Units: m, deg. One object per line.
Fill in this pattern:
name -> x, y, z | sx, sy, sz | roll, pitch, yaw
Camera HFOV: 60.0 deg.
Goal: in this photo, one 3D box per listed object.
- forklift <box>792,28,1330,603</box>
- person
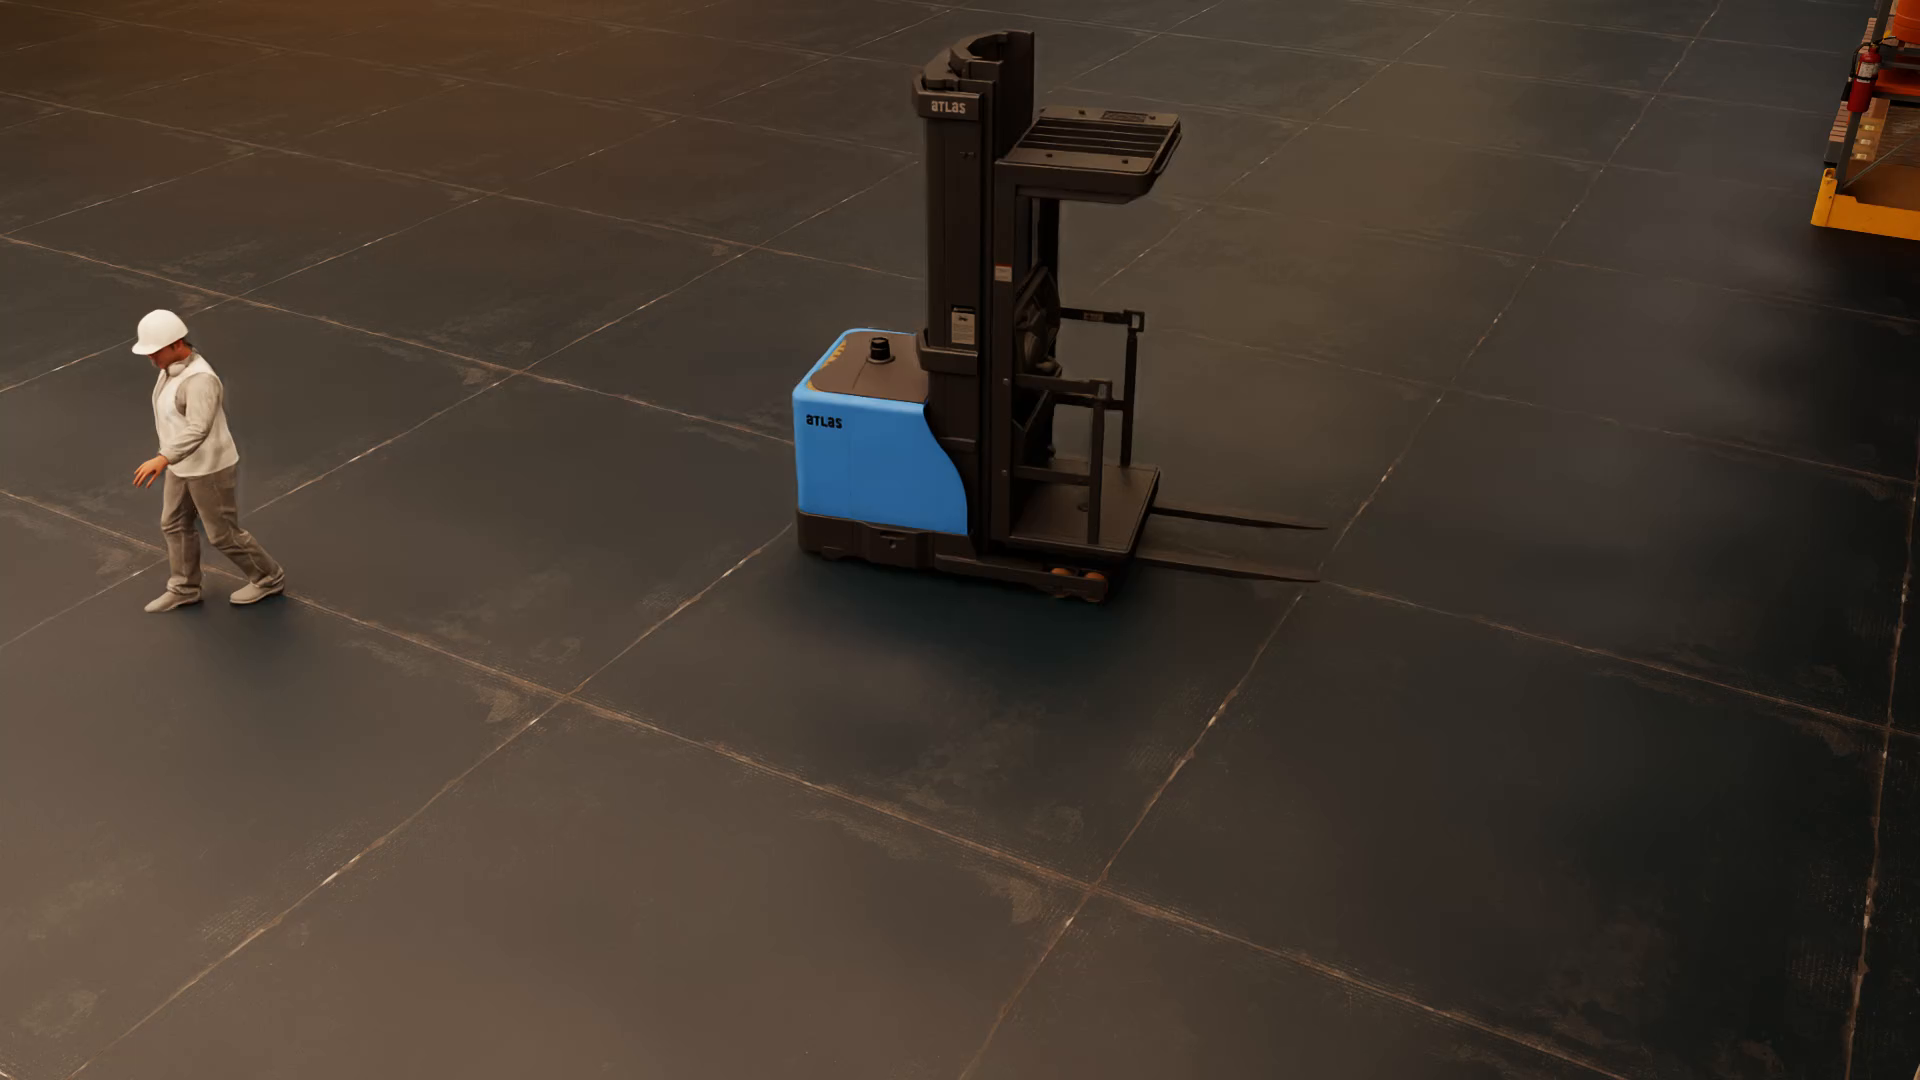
forklift -> 0.614, -1.212, 9.171 | 3.031, 2.935, 1.130 | 8, 31, 13
person -> -4.210, -0.412, 8.993 | 0.721, 1.758, 0.967 | -22, 36, -33
